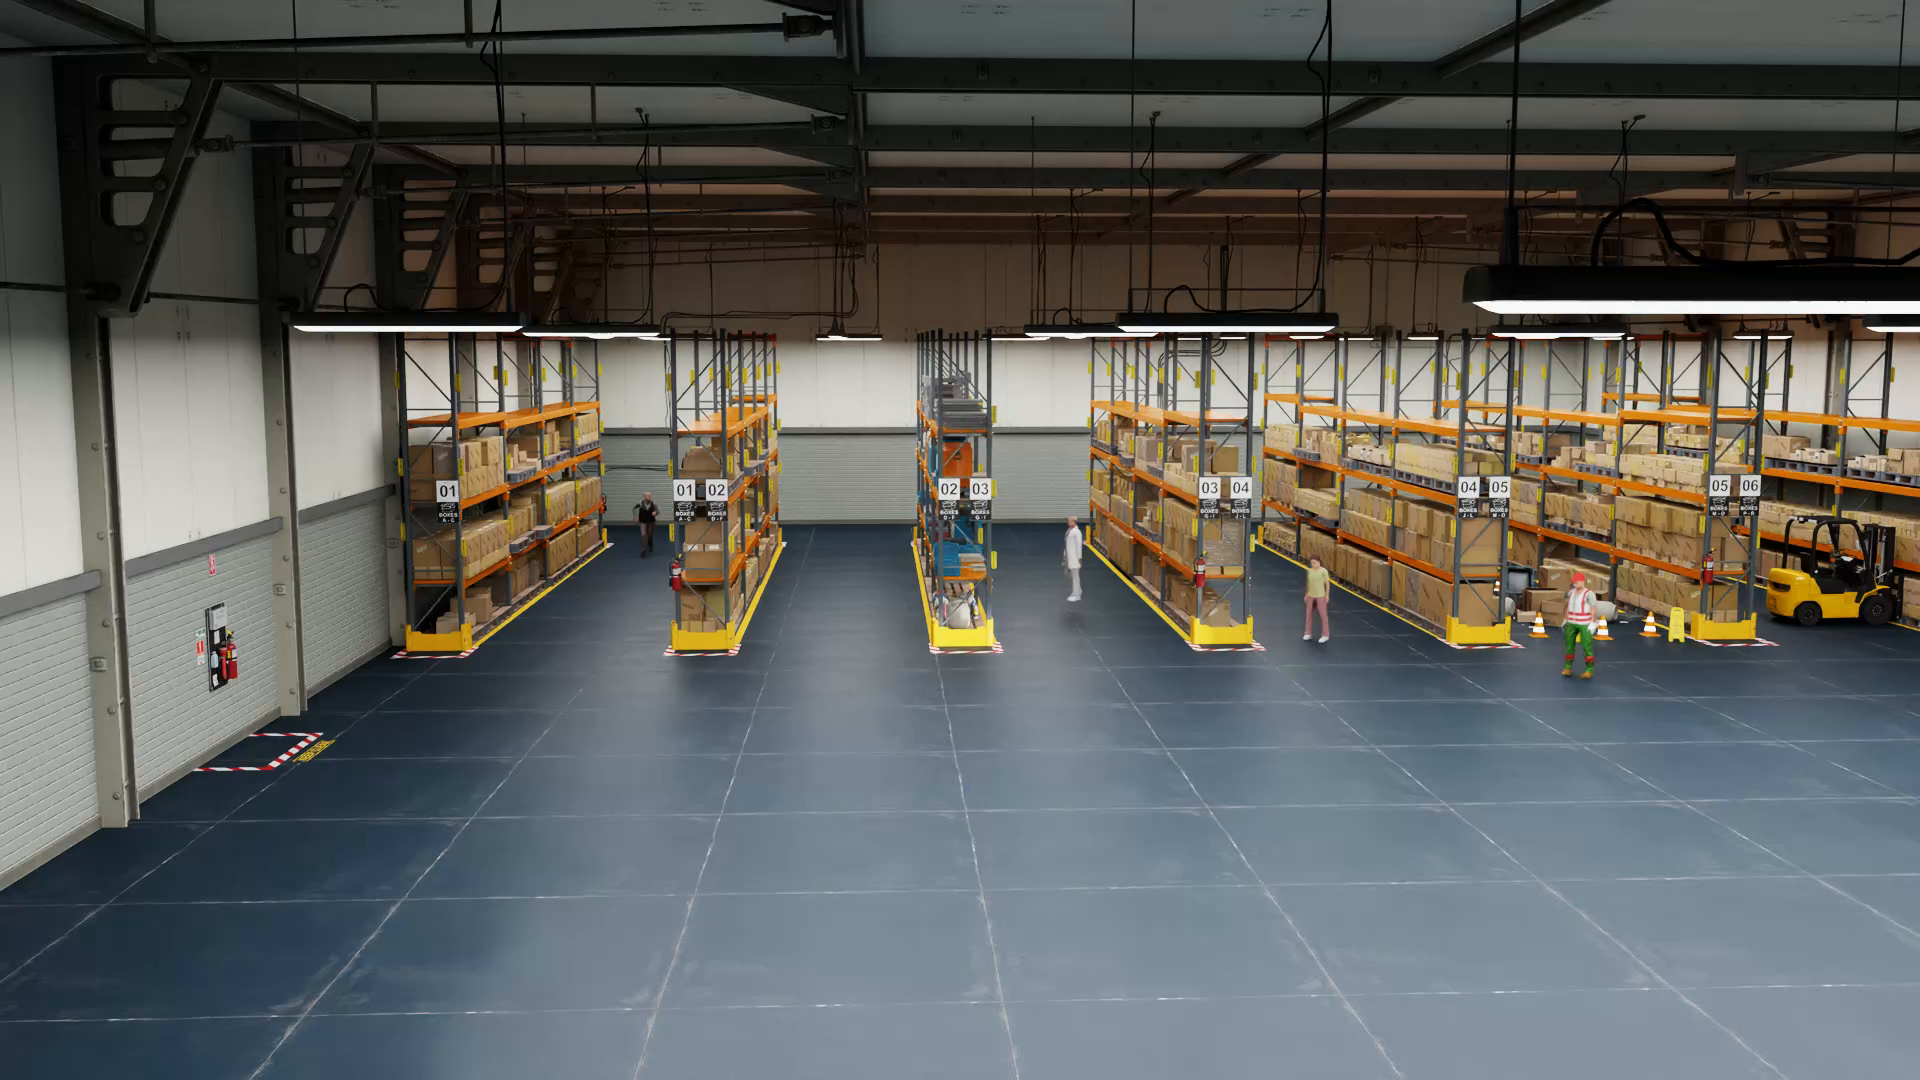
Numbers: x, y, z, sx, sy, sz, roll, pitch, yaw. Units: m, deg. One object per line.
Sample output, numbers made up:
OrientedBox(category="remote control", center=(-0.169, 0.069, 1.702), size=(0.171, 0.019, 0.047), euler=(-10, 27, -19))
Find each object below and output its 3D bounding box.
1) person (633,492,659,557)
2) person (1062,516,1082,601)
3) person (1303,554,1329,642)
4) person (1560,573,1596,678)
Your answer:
OrientedBox(category="person", center=(-8.492, -0.452, 44.944), size=(0.715, 1.694, 0.995), euler=(-1, 7, -5))
OrientedBox(category="person", center=(2.435, 0.411, 35.250), size=(0.470, 1.852, 0.639), euler=(-2, 7, -16))
OrientedBox(category="person", center=(6.866, 1.105, 32.129), size=(0.527, 1.675, 0.395), euler=(5, 8, 37))
OrientedBox(category="person", center=(10.637, 1.455, 28.668), size=(0.402, 1.784, 0.614), euler=(-6, 9, -43))
